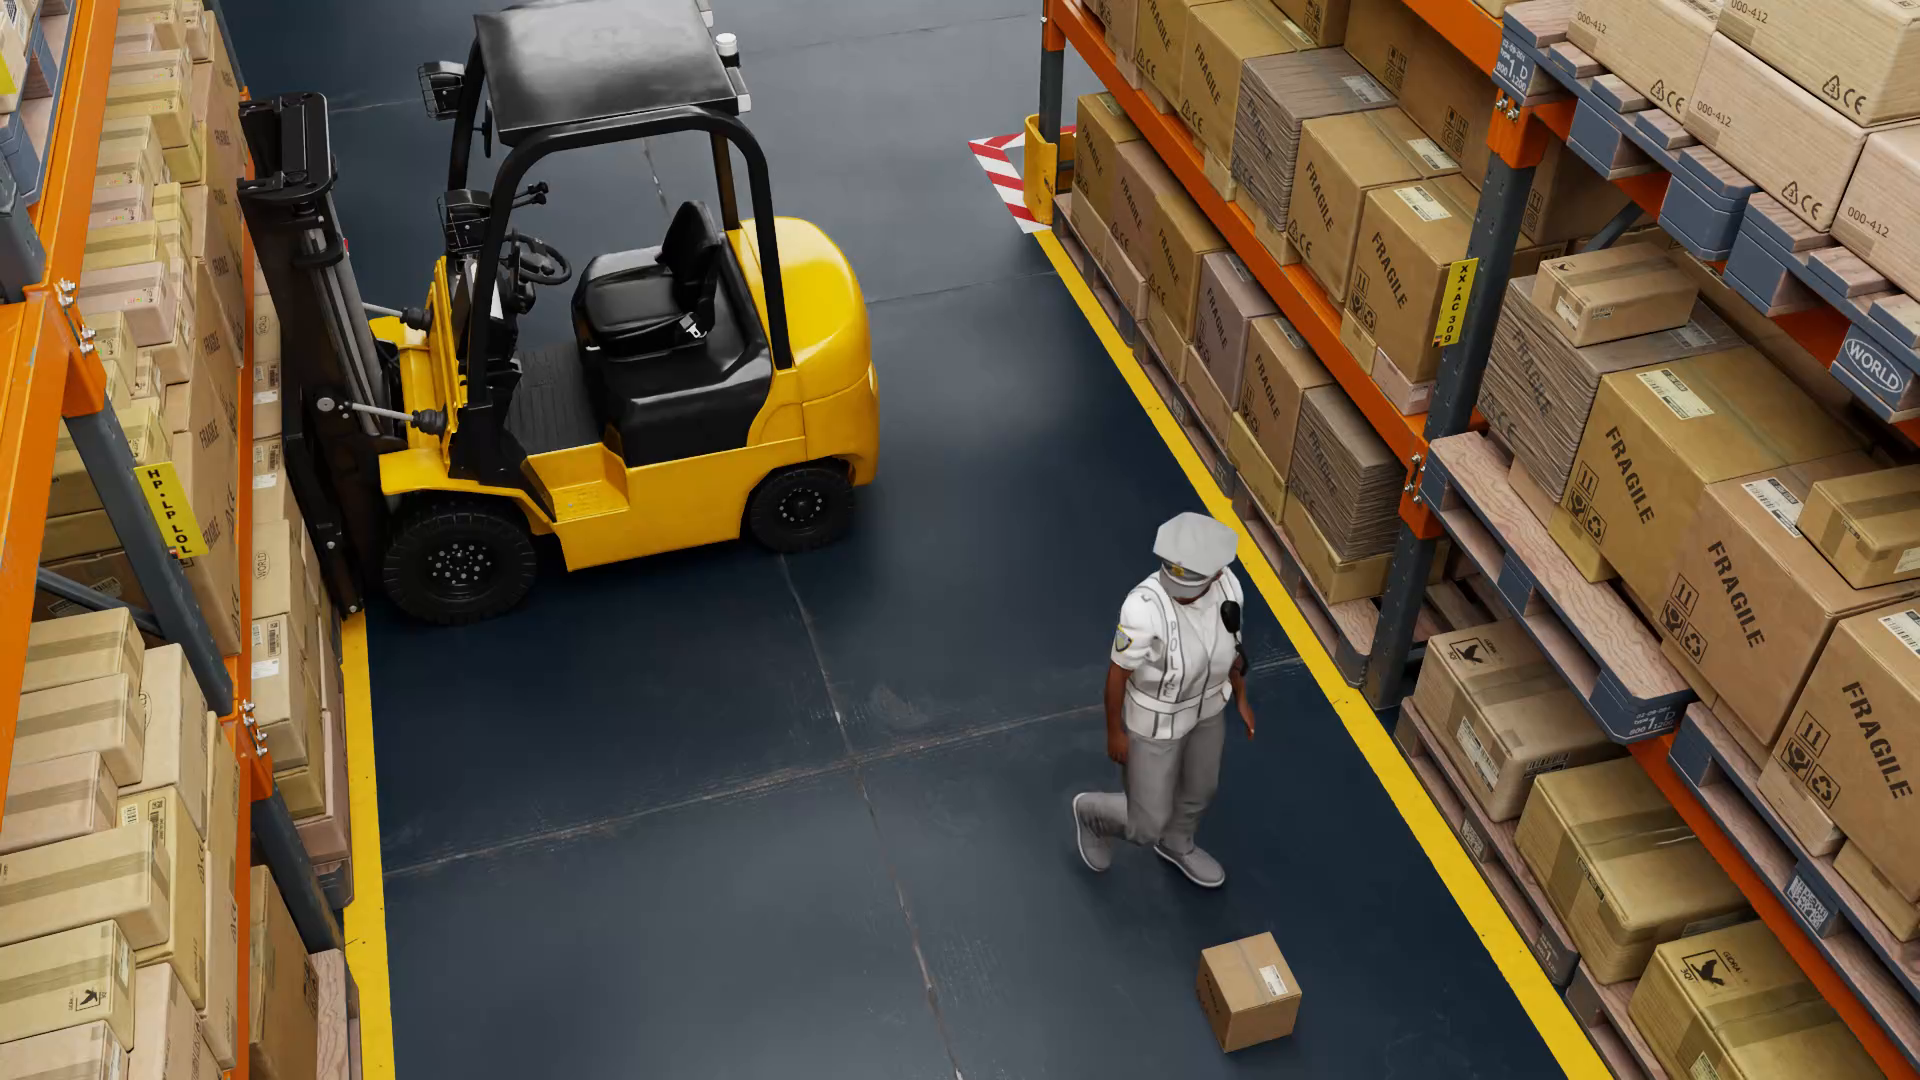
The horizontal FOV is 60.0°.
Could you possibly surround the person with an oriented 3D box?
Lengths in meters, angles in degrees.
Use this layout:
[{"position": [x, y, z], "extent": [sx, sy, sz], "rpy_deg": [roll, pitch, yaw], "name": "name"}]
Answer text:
[{"position": [0.695, 0.556, 5.526], "extent": [0.500, 1.655, 0.498], "rpy_deg": [-27, 49, -26], "name": "person"}]
